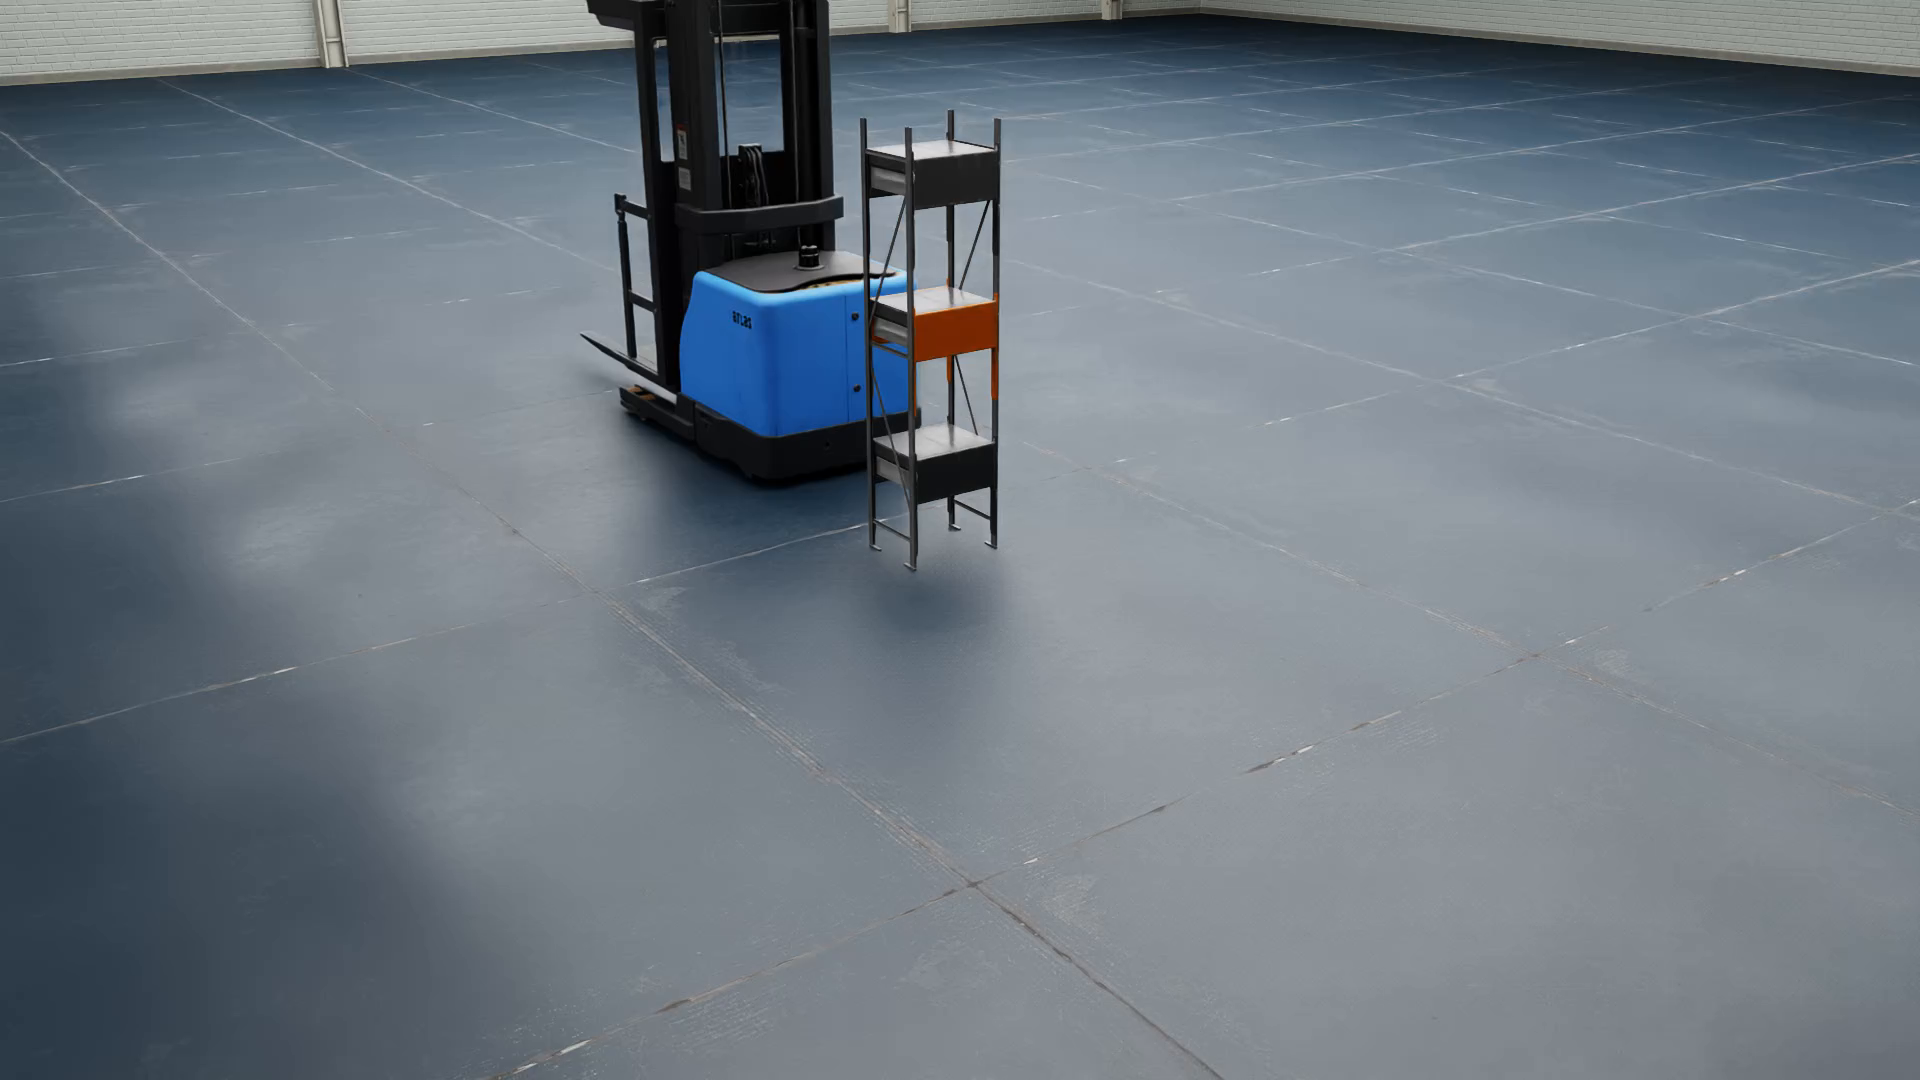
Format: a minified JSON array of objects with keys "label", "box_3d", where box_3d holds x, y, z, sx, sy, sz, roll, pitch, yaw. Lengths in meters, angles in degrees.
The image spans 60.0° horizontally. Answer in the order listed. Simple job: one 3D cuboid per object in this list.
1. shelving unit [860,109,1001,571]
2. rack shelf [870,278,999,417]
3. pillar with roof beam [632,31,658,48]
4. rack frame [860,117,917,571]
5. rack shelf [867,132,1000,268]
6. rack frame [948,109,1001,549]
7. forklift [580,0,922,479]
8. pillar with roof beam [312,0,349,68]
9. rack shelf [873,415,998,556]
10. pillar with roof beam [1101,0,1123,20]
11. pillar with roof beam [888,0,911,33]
[{"label":"shelving unit","box_3d":[-0.134,-0.939,7.934,0.503,2.100,0.431,-15,26,-33]},{"label":"rack shelf","box_3d":[-0.134,-0.927,7.939,0.480,0.518,0.431,-15,26,-33]},{"label":"pillar with roof beam","box_3d":[-3.657,-12.550,27.722,0.400,9.000,9.100,-15,26,-33]},{"label":"rack frame","box_3d":[-0.332,-0.887,7.801,0.015,2.100,0.400,-15,26,-33]},{"label":"rack shelf","box_3d":[-0.134,-1.577,7.679,0.480,0.518,0.431,-15,26,-33]},{"label":"rack frame","box_3d":[0.064,-0.992,8.066,0.015,2.100,0.400,-15,26,-33]},{"label":"forklift","box_3d":[-1.467,-2.182,9.925,1.130,2.935,3.031,-14,26,-32]},{"label":"pillar with roof beam","box_3d":[-8.528,-11.252,24.468,0.400,9.000,9.100,-15,26,-33]},{"label":"rack shelf","box_3d":[-0.134,-0.277,8.198,0.480,0.518,0.431,-15,26,-33]},{"label":"pillar with roof beam","box_3d":[6.084,-15.148,34.231,0.400,9.000,9.100,-15,26,-33]},{"label":"pillar with roof beam","box_3d":[1.213,-13.849,30.977,0.400,9.000,9.100,-15,26,-33]}]
